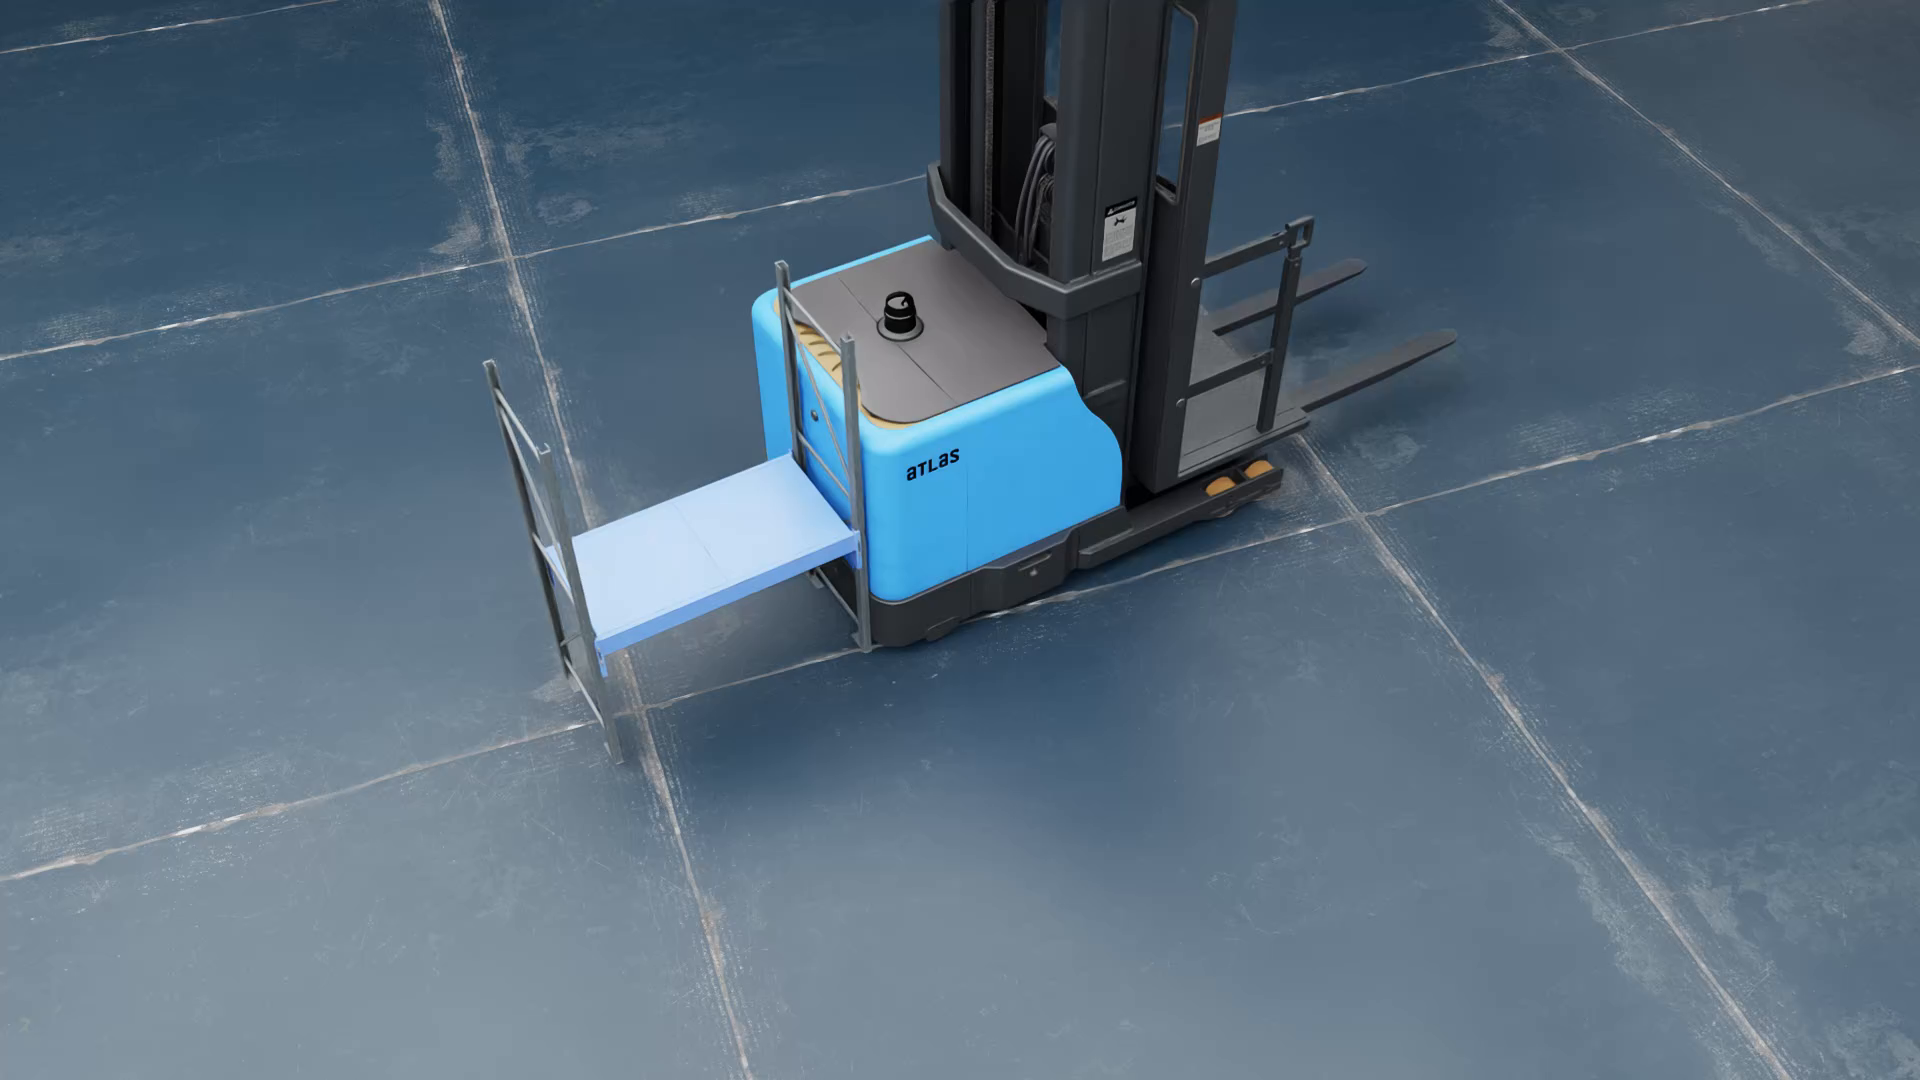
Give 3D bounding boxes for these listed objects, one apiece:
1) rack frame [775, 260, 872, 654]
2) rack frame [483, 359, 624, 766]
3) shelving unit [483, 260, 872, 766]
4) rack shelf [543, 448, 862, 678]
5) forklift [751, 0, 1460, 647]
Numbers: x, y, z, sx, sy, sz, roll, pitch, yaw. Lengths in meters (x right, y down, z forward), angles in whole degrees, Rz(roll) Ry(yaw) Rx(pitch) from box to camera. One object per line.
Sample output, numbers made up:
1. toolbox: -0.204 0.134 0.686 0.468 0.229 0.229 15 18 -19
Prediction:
1. rack frame: -0.477 -0.252 5.942 0.032 1.500 0.500 -23 50 -21
2. rack frame: -1.346 0.121 5.570 0.032 1.500 0.500 -23 50 -21
3. shelving unit: -0.911 -0.065 5.756 1.048 1.500 0.538 -23 50 -21
4. rack shelf: -0.911 0.062 5.884 1.000 0.185 0.538 -23 50 -21
5. forklift: 0.741 -1.427 6.103 3.031 2.935 1.130 -23 50 -21
